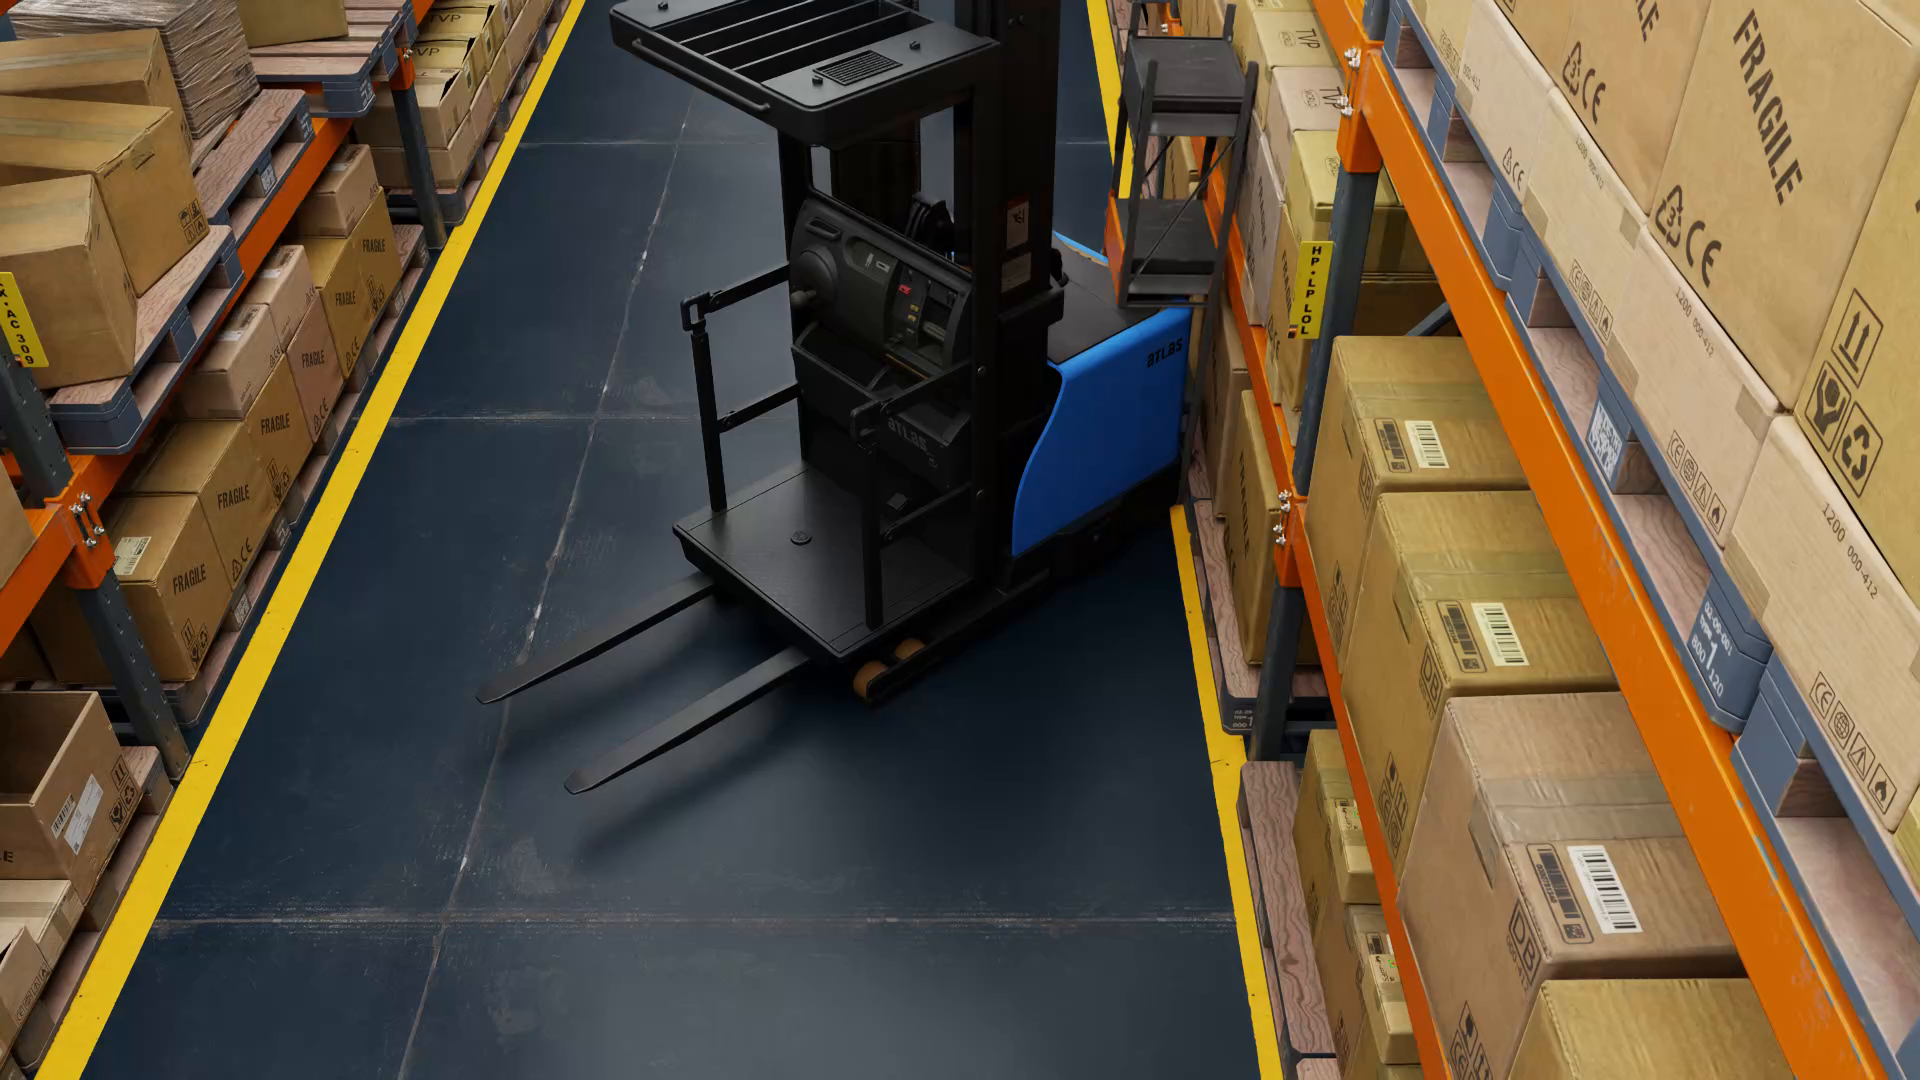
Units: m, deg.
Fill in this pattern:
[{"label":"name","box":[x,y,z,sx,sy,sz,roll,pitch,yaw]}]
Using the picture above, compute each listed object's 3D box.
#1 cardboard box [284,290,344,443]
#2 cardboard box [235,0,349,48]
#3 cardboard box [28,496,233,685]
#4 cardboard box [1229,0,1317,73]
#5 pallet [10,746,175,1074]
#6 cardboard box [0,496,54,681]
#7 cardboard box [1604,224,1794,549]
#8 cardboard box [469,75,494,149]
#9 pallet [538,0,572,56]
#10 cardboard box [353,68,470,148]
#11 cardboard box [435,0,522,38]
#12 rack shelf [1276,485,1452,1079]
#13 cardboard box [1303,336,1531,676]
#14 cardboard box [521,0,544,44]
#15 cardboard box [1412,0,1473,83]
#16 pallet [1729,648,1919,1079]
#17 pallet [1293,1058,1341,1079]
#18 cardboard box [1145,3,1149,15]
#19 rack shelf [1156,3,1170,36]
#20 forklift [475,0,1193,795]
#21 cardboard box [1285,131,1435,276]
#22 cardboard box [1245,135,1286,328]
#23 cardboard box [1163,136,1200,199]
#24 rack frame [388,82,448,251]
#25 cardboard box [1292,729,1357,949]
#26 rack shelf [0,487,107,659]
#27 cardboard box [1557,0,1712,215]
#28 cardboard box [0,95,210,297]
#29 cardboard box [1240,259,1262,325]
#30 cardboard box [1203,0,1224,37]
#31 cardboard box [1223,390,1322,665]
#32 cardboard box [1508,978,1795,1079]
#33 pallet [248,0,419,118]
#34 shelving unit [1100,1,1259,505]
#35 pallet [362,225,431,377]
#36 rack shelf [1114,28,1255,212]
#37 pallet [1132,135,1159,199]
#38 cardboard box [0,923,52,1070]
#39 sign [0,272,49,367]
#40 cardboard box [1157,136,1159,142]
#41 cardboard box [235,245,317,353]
[{"label":"cardboard box","box":[-3.137,-0.775,7.466,0.500,0.500,0.500,-1,39,-2]},{"label":"cardboard box","box":[-3.267,-2.625,7.711,0.700,0.500,0.500,-12,40,-15]},{"label":"cardboard box","box":[-3.132,0.187,6.265,0.500,0.500,0.500,-2,39,-2]},{"label":"cardboard box","box":[1.329,-2.025,6.445,0.500,0.250,0.500,-1,39,-1]},{"label":"pallet","box":[-3.376,1.204,5.579,1.003,0.211,1.213,0,39,0]},{"label":"cardboard box","box":[-3.663,0.181,6.272,0.500,0.500,0.500,0,39,0]},{"label":"cardboard box","box":[1.309,-0.242,2.459,0.500,0.250,0.500,-1,39,-1]},{"label":"cardboard box","box":[-3.088,-2.548,9.894,0.500,0.250,0.500,-1,39,-1]},{"label":"pallet","box":[-3.345,-3.768,11.783,1.003,0.211,1.213,0,39,0]},{"label":"cardboard box","box":[-3.087,-2.453,9.327,0.500,0.311,0.500,1,39,1]},{"label":"cardboard box","box":[-3.095,-3.422,10.536,0.500,0.311,0.500,0,39,-1]},{"label":"rack shelf","box":[1.581,1.211,3.915,1.077,0.370,4.000,0,39,0]},{"label":"cardboard box","box":[1.563,-0.098,4.734,0.980,0.700,0.700,1,39,1]},{"label":"cardboard box","box":[-3.094,-3.512,11.097,0.500,0.250,0.500,1,39,1]},{"label":"cardboard box","box":[1.315,-1.203,3.657,0.500,0.250,0.500,0,39,0]},{"label":"pallet","box":[1.572,0.582,1.798,1.003,0.211,1.213,0,39,0]},{"label":"pallet","box":[1.505,2.009,4.575,1.003,0.211,1.213,0,39,0]},{"label":"cardboard box","box":[1.637,-3.736,11.160,0.700,0.500,0.500,-1,39,-1]},{"label":"rack shelf","box":[1.571,-3.791,10.158,1.077,0.370,4.000,0,39,0]},{"label":"forklift","box":[-0.461,-0.879,6.003,3.031,2.935,1.130,-30,47,-32]},{"label":"cardboard box","box":[1.322,-1.067,5.250,0.500,0.250,0.500,1,39,1]},{"label":"cardboard box","box":[1.315,-1.090,5.878,0.500,0.500,0.500,0,39,0]},{"label":"cardboard box","box":[1.443,-1.686,8.339,0.750,0.750,0.750,-1,39,-1]},{"label":"rack frame","box":[-3.380,-2.815,8.365,1.000,3.000,0.127,0,39,0]},{"label":"cardboard box","box":[1.477,0.959,5.317,0.700,0.500,0.500,0,39,1]},{"label":"rack shelf","box":[-3.373,1.217,3.908,1.077,0.370,4.000,0,39,0]},{"label":"cardboard box","box":[1.311,-0.851,2.619,0.500,0.500,0.500,0,39,0]},{"label":"cardboard box","box":[-3.216,-1.243,5.987,0.700,0.500,0.500,6,39,7]},{"label":"cardboard box","box":[1.256,-0.926,6.192,0.380,0.149,0.250,0,39,0]},{"label":"cardboard box","box":[1.309,-2.042,7.066,0.500,0.500,0.500,0,39,0]},{"label":"cardboard box","box":[1.447,-0.051,6.299,0.750,0.750,0.750,0,39,0]},{"label":"cardboard box","box":[1.560,1.290,3.001,0.980,0.700,0.700,0,39,0]},{"label":"pallet","box":[-3.309,-2.317,7.896,1.213,0.211,1.003,0,39,0]},{"label":"shelving unit","box":[0.823,-1.107,6.872,0.431,2.100,0.503,0,42,-3]},{"label":"pallet","box":[-3.417,-1.260,8.654,1.003,0.211,1.213,0,39,0]},{"label":"rack shelf","box":[0.852,-1.618,6.415,0.431,0.518,0.480,0,42,-3]},{"label":"pallet","box":[1.574,-2.222,9.854,1.003,0.211,1.213,0,39,0]},{"label":"cardboard box","box":[-3.090,1.389,4.917,0.500,0.311,0.500,0,39,0]},{"label":"sign","box":[-2.833,-0.657,4.979,0.100,0.325,0.005,0,39,0]},{"label":"cardboard box","box":[1.521,-2.468,9.578,0.700,0.500,0.500,0,39,1]},{"label":"cardboard box","box":[-3.135,-1.045,7.202,0.500,0.250,0.500,-1,39,-1]}]
